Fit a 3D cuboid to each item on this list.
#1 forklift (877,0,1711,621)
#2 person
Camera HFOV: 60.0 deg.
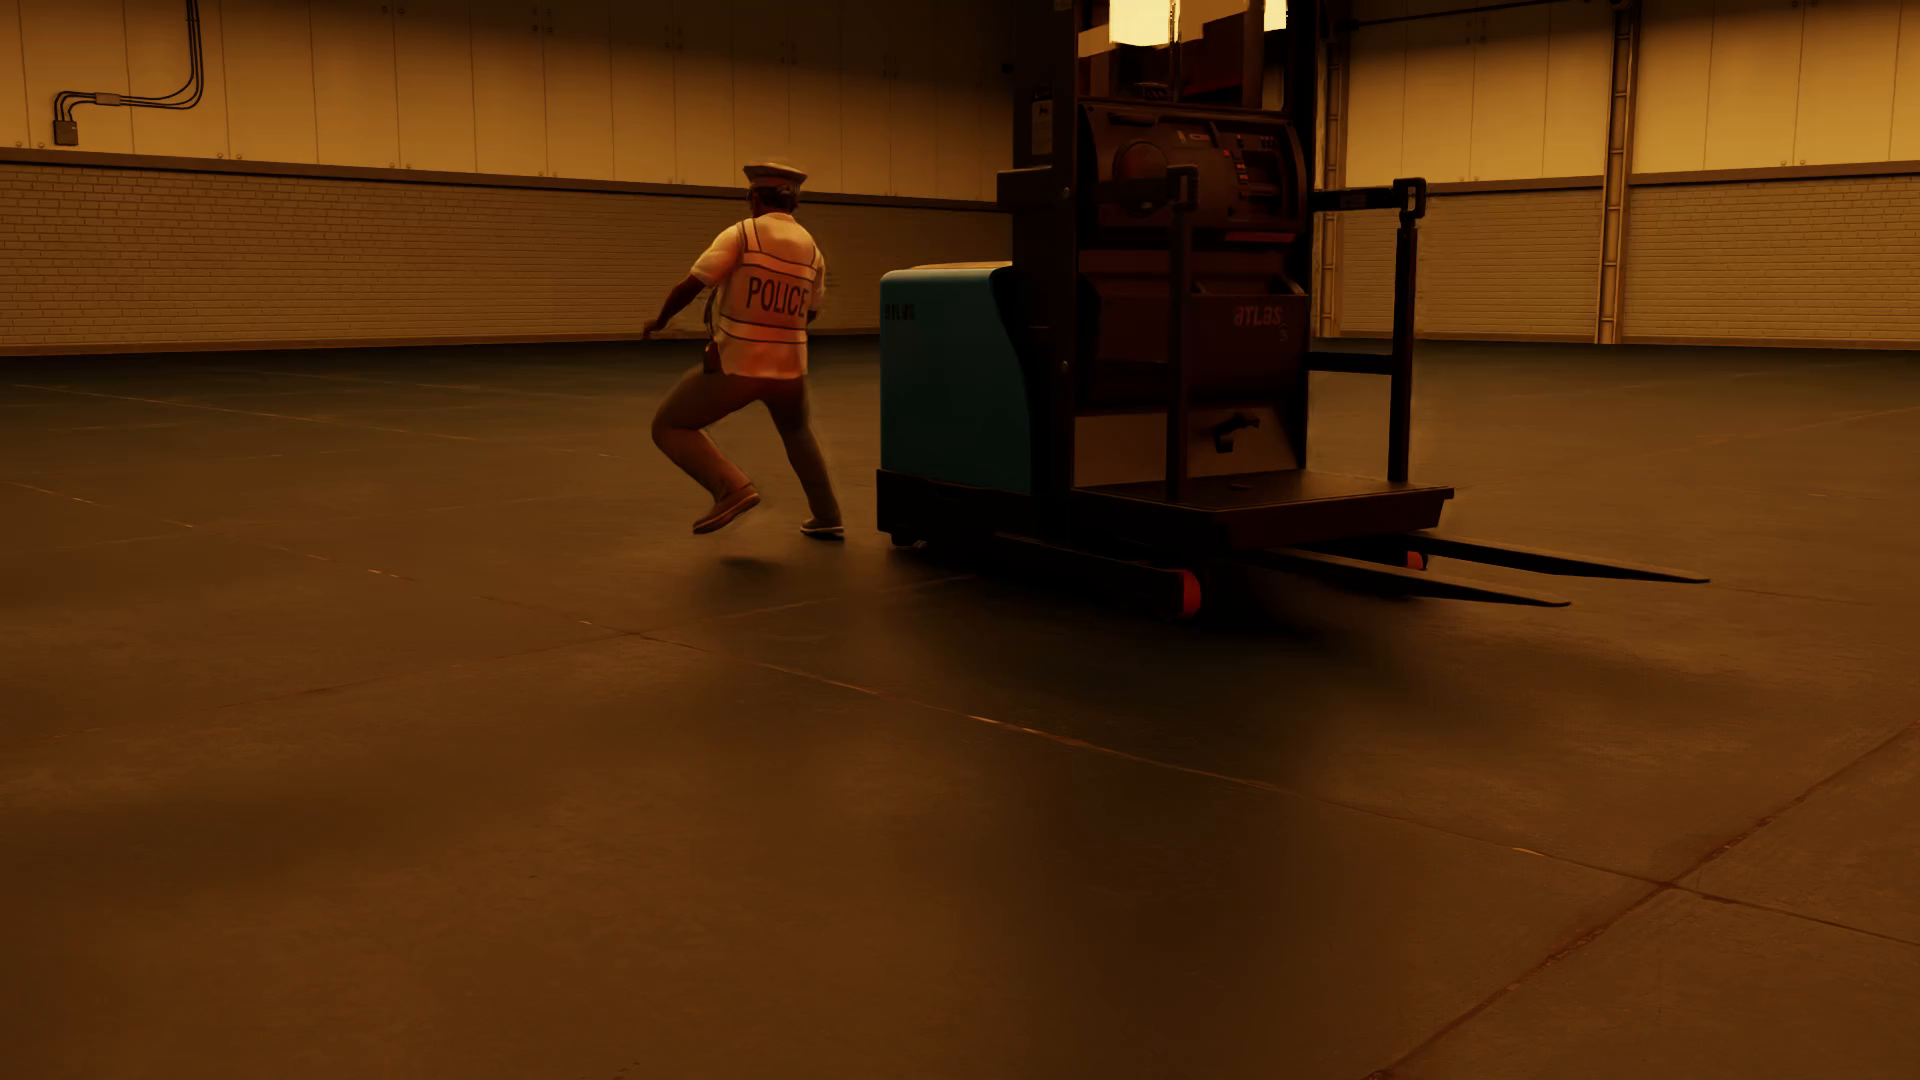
[{"bbox_3d":[0.917,-1.281,5.384,1.130,2.935,3.031,-6,10,-34],"label":"forklift"},{"bbox_3d":[-0.815,-0.715,6.517,0.789,1.469,0.714,-6,10,-33],"label":"person"}]
